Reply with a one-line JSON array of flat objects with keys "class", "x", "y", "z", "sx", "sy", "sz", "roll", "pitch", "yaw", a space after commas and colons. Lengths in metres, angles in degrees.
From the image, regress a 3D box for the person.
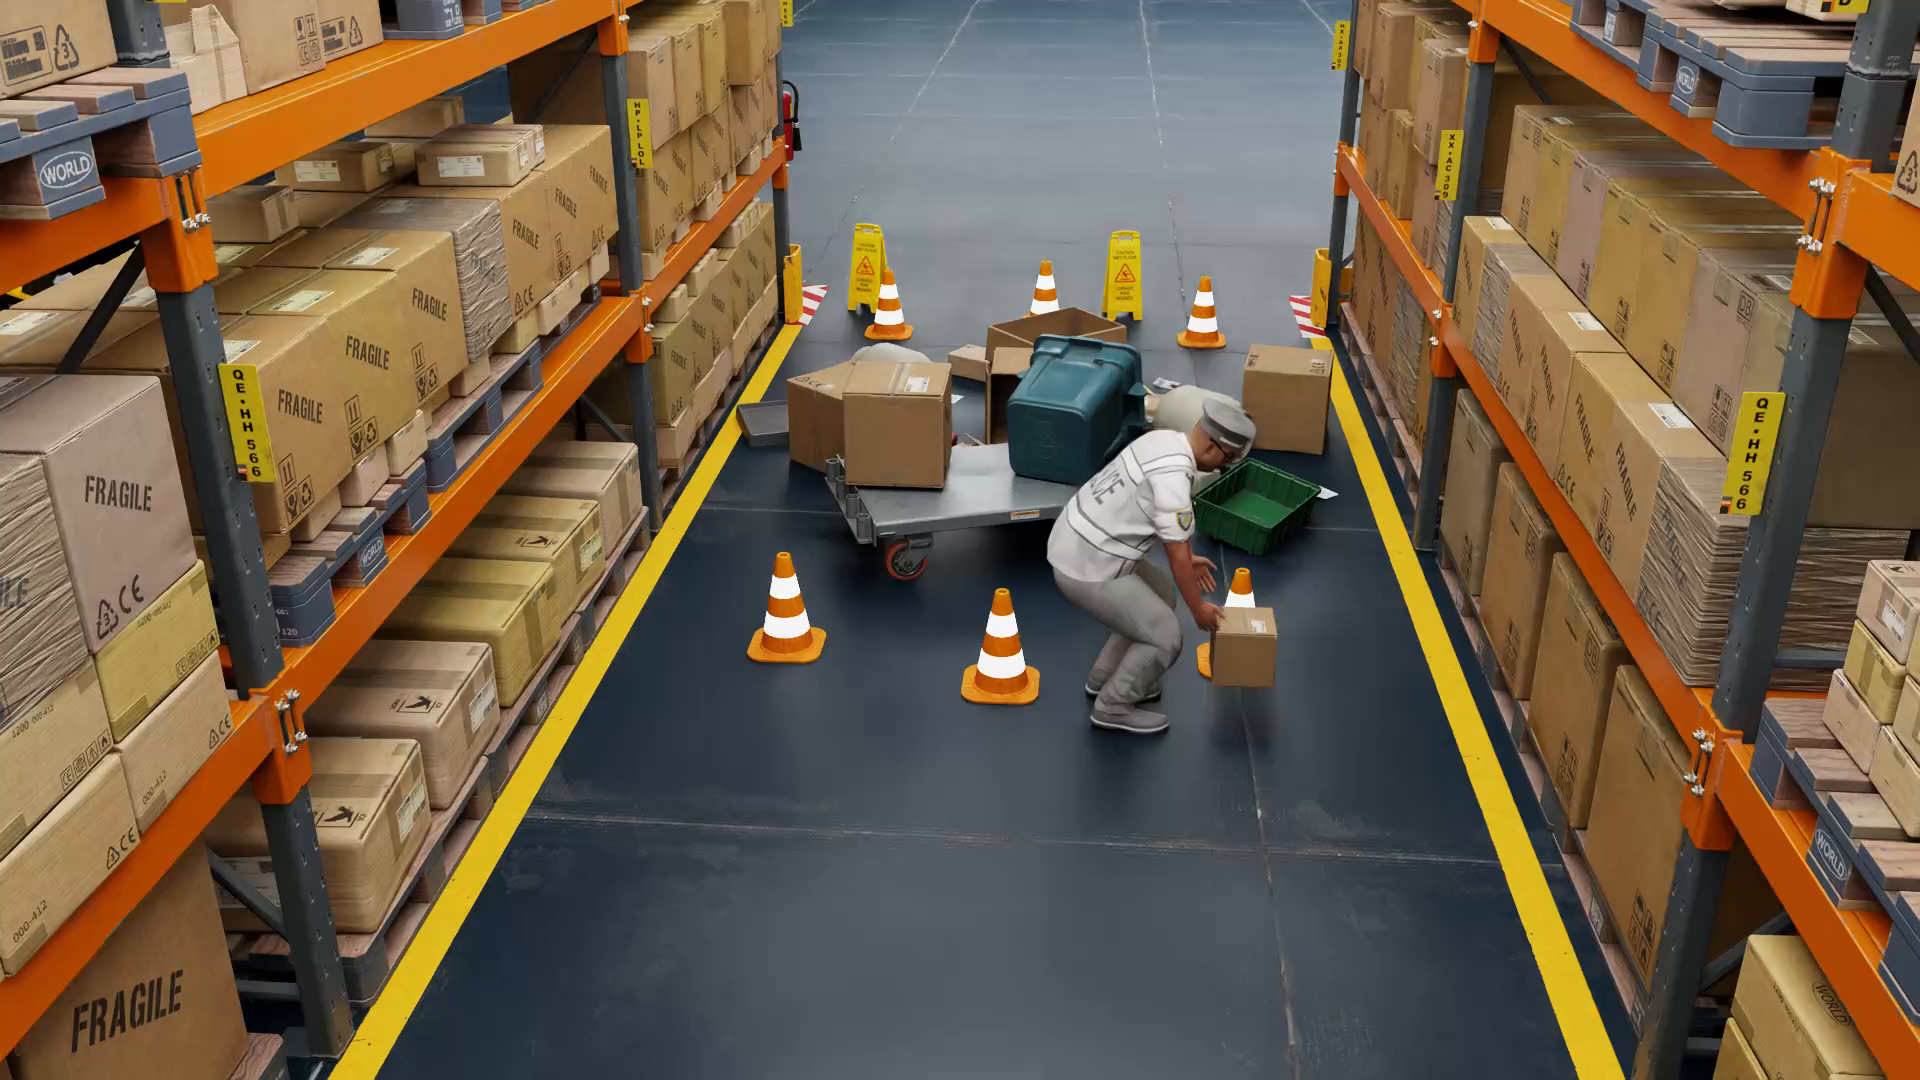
[{"class": "person", "x": 0.784, "y": 0.126, "z": 6.878, "sx": 0.862, "sy": 1.296, "sz": 0.587, "roll": 2, "pitch": 24, "yaw": 4}]
